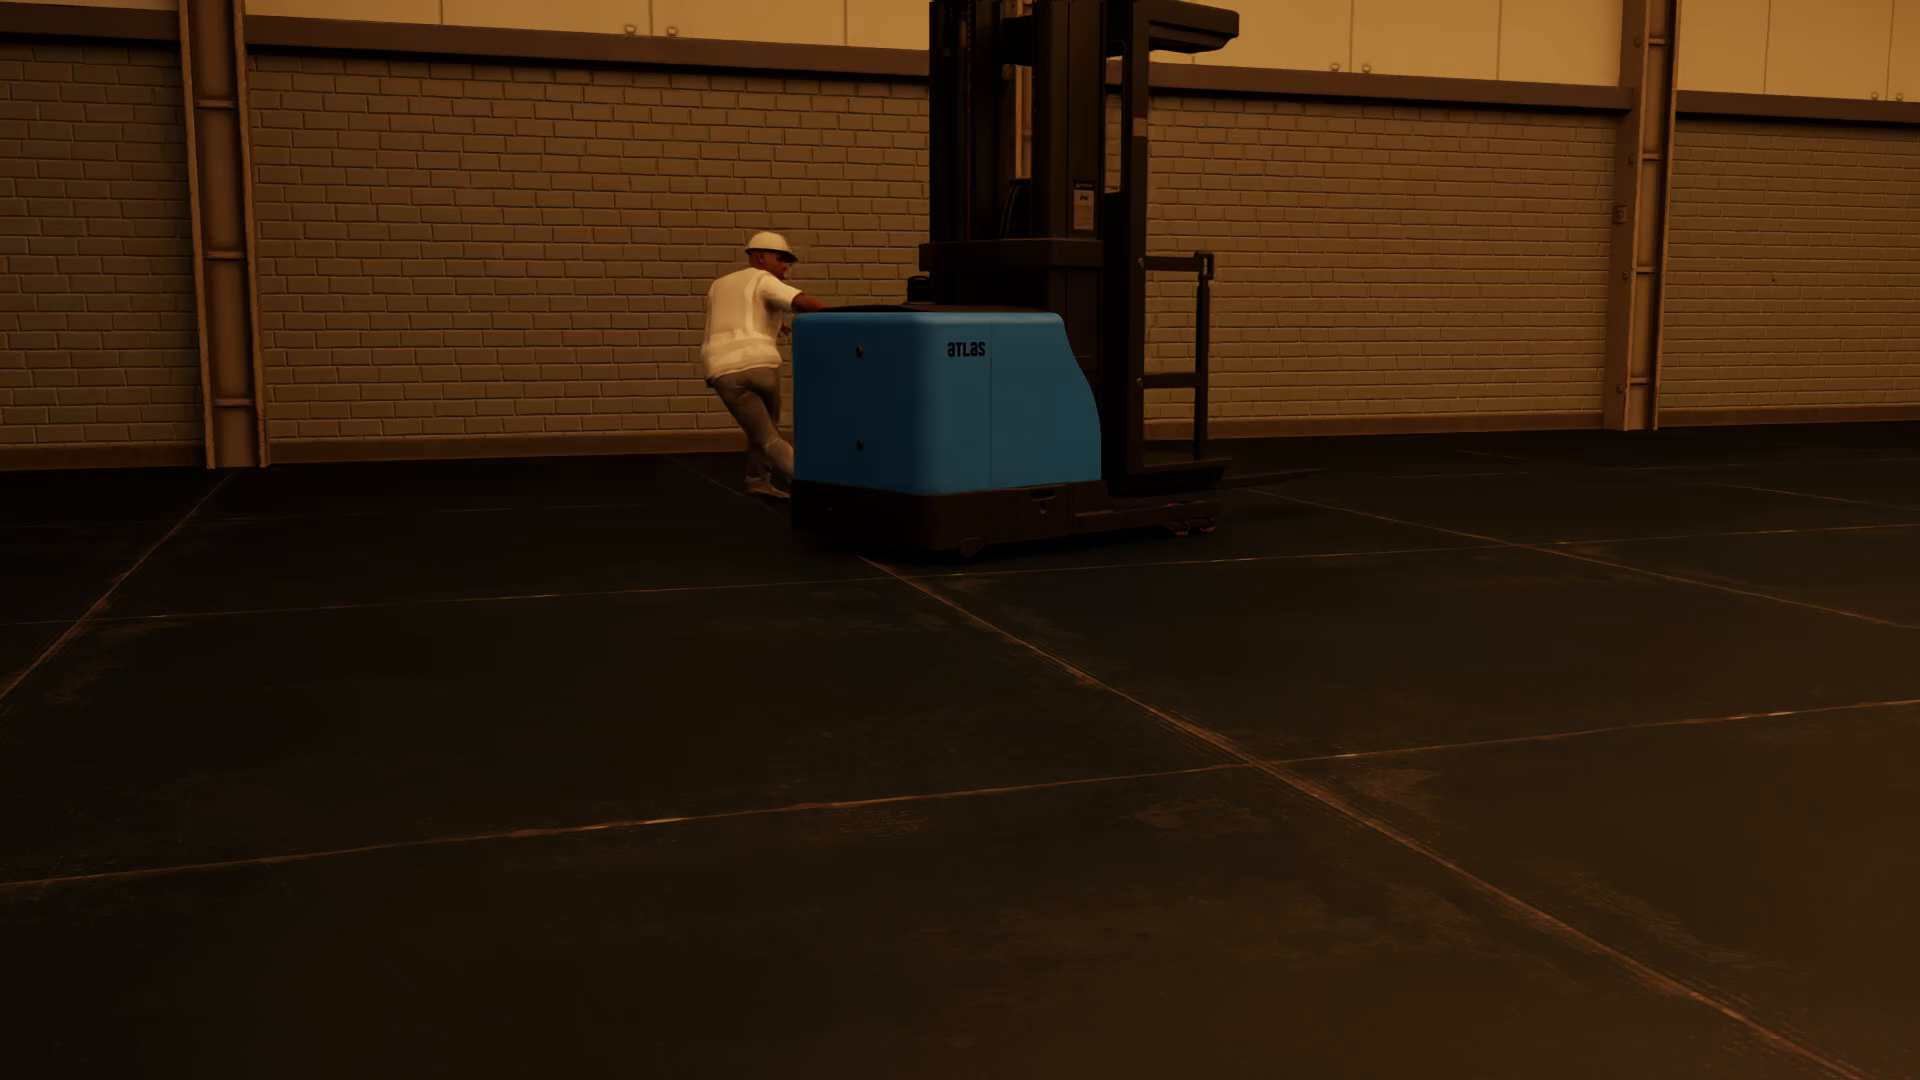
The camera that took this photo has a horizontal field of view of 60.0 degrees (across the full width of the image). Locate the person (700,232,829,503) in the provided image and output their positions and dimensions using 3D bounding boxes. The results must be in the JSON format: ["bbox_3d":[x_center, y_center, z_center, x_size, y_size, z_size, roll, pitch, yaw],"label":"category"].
[{"bbox_3d":[-0.938,-0.929,9.165,1.012,1.527,1.040,2,8,12],"label":"person"}]

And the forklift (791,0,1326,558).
[{"bbox_3d":[0.651,-1.516,8.192,3.031,2.935,1.130,-7,10,-41],"label":"forklift"}]
